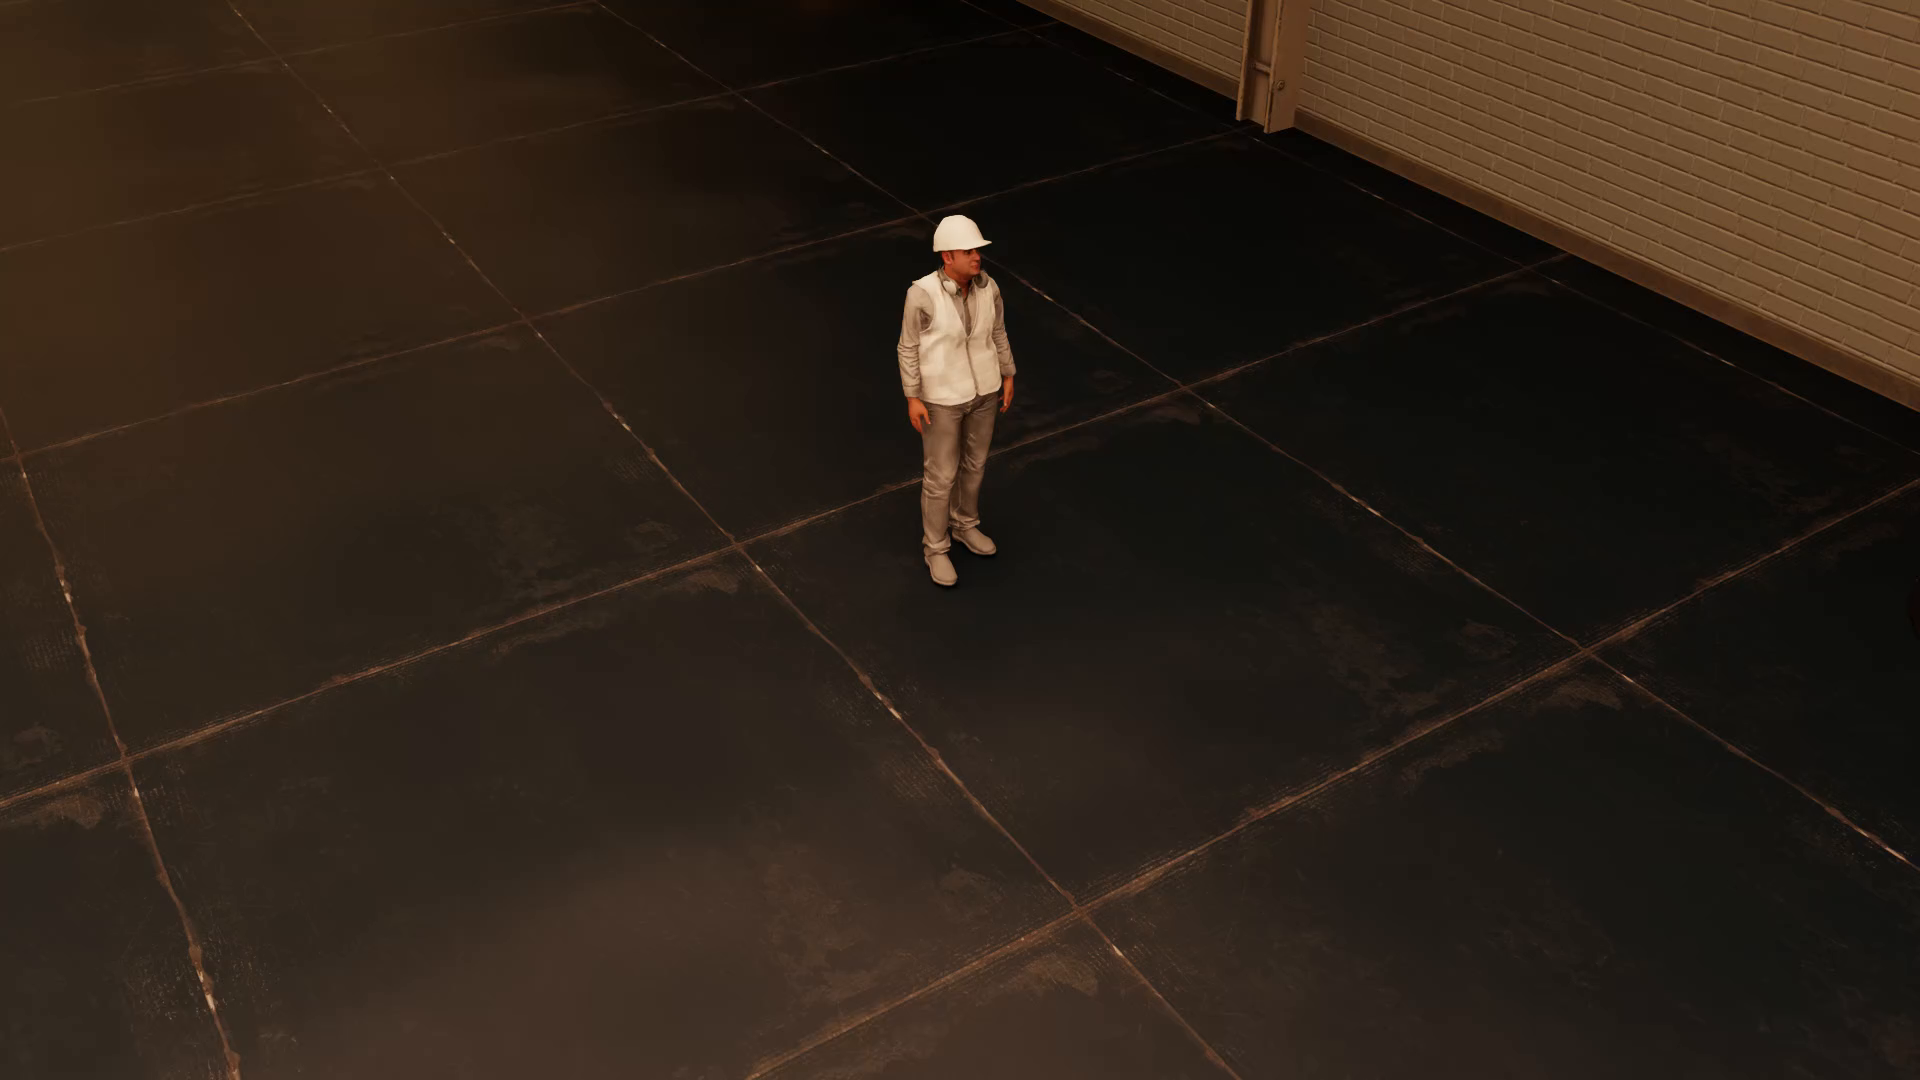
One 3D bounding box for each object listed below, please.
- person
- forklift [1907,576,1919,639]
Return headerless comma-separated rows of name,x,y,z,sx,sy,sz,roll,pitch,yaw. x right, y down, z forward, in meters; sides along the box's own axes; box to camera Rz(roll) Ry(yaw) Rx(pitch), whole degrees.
person,0.028,-0.699,8.136,0.634,1.775,0.566,-21,40,-27
forklift,5.998,-0.377,6.684,3.031,2.935,1.130,7,36,10
